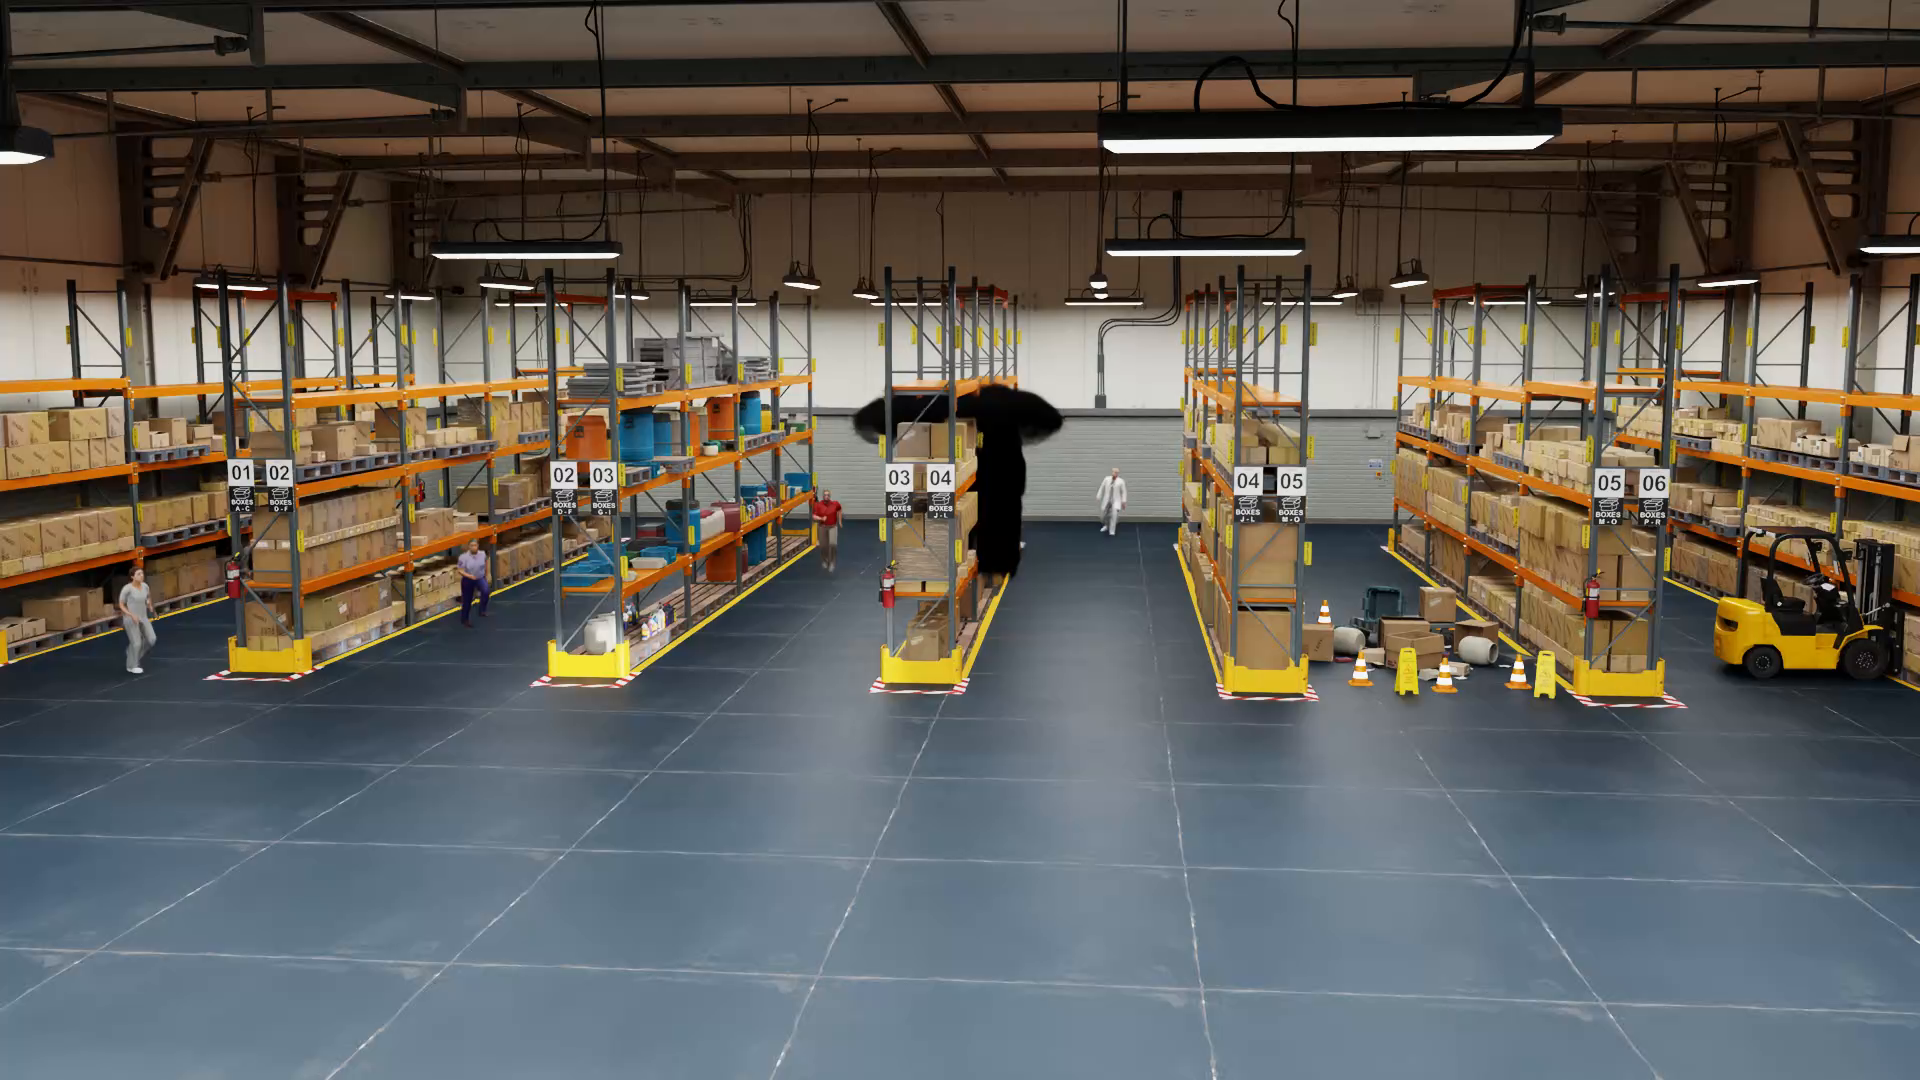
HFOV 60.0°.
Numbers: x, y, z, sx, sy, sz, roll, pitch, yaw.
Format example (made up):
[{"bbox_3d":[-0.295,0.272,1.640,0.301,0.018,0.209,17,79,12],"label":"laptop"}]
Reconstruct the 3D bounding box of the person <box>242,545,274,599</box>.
[{"bbox_3d":[-12.590,0.626,29.910,0.680,1.534,0.861,-3,8,-26],"label":"person"}]

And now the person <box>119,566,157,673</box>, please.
[{"bbox_3d":[-12.331,1.191,24.903,0.528,1.619,0.536,4,8,29],"label":"person"}]

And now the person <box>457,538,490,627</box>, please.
[{"bbox_3d":[-8.267,0.748,28.258,0.570,1.576,0.983,-4,8,-30],"label":"person"}]

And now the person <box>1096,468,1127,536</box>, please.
[{"bbox_3d":[3.862,-0.993,42.338,0.816,1.720,0.767,2,7,14],"label":"person"}]

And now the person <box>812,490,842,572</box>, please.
[{"bbox_3d":[-2.769,-0.211,34.689,0.627,1.700,0.881,0,7,-4],"label":"person"}]
